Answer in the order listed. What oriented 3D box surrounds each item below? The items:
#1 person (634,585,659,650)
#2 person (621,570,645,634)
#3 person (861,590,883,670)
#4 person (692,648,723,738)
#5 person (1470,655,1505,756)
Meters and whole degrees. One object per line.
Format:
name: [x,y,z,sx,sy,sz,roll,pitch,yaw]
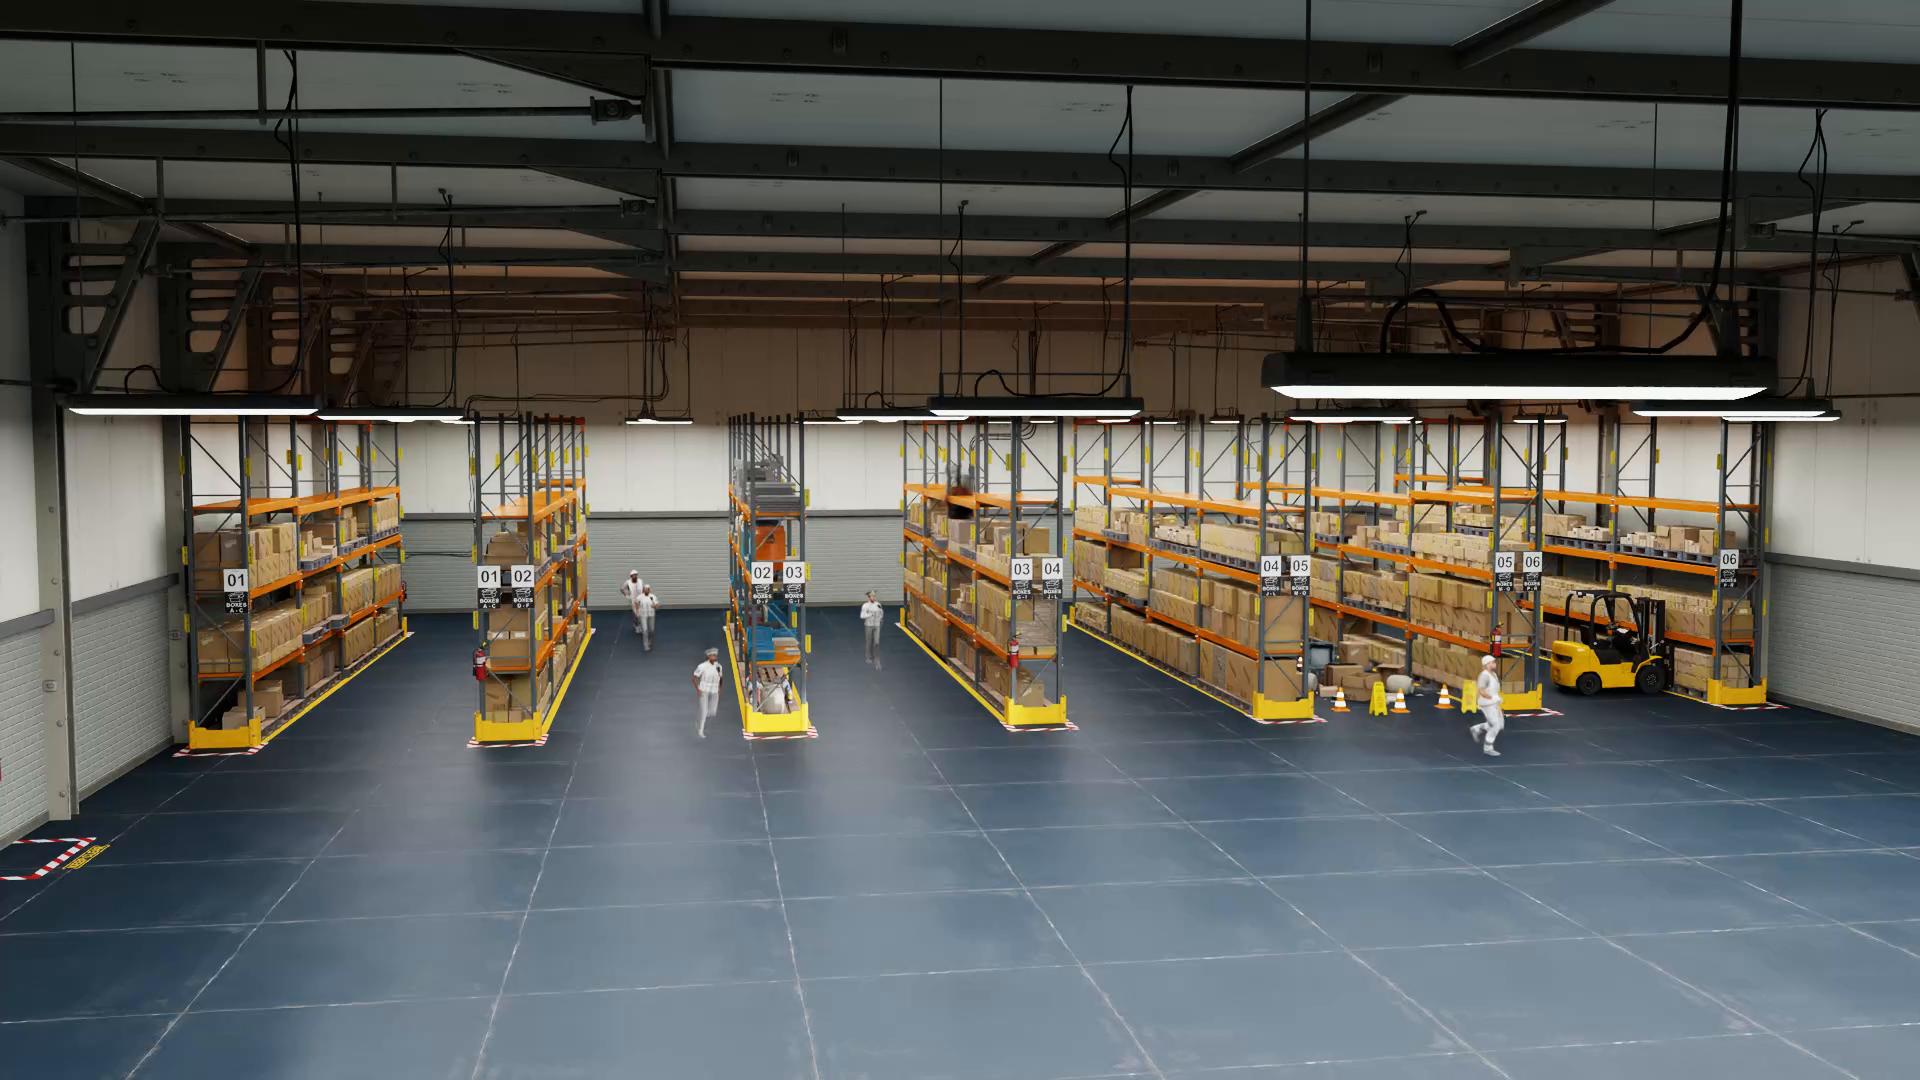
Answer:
person: [-8.057,1.968,42.802,0.609,1.649,0.941,-2,4,-21]
person: [-8.963,1.729,45.992,0.681,1.793,0.698,-3,5,-37]
person: [-1.979,2.027,37.848,0.594,1.794,0.686,-1,4,-19]
person: [-4.677,2.826,30.923,0.618,1.632,0.507,-2,5,-31]
person: [9.229,2.883,29.096,0.630,1.739,0.692,3,5,33]
